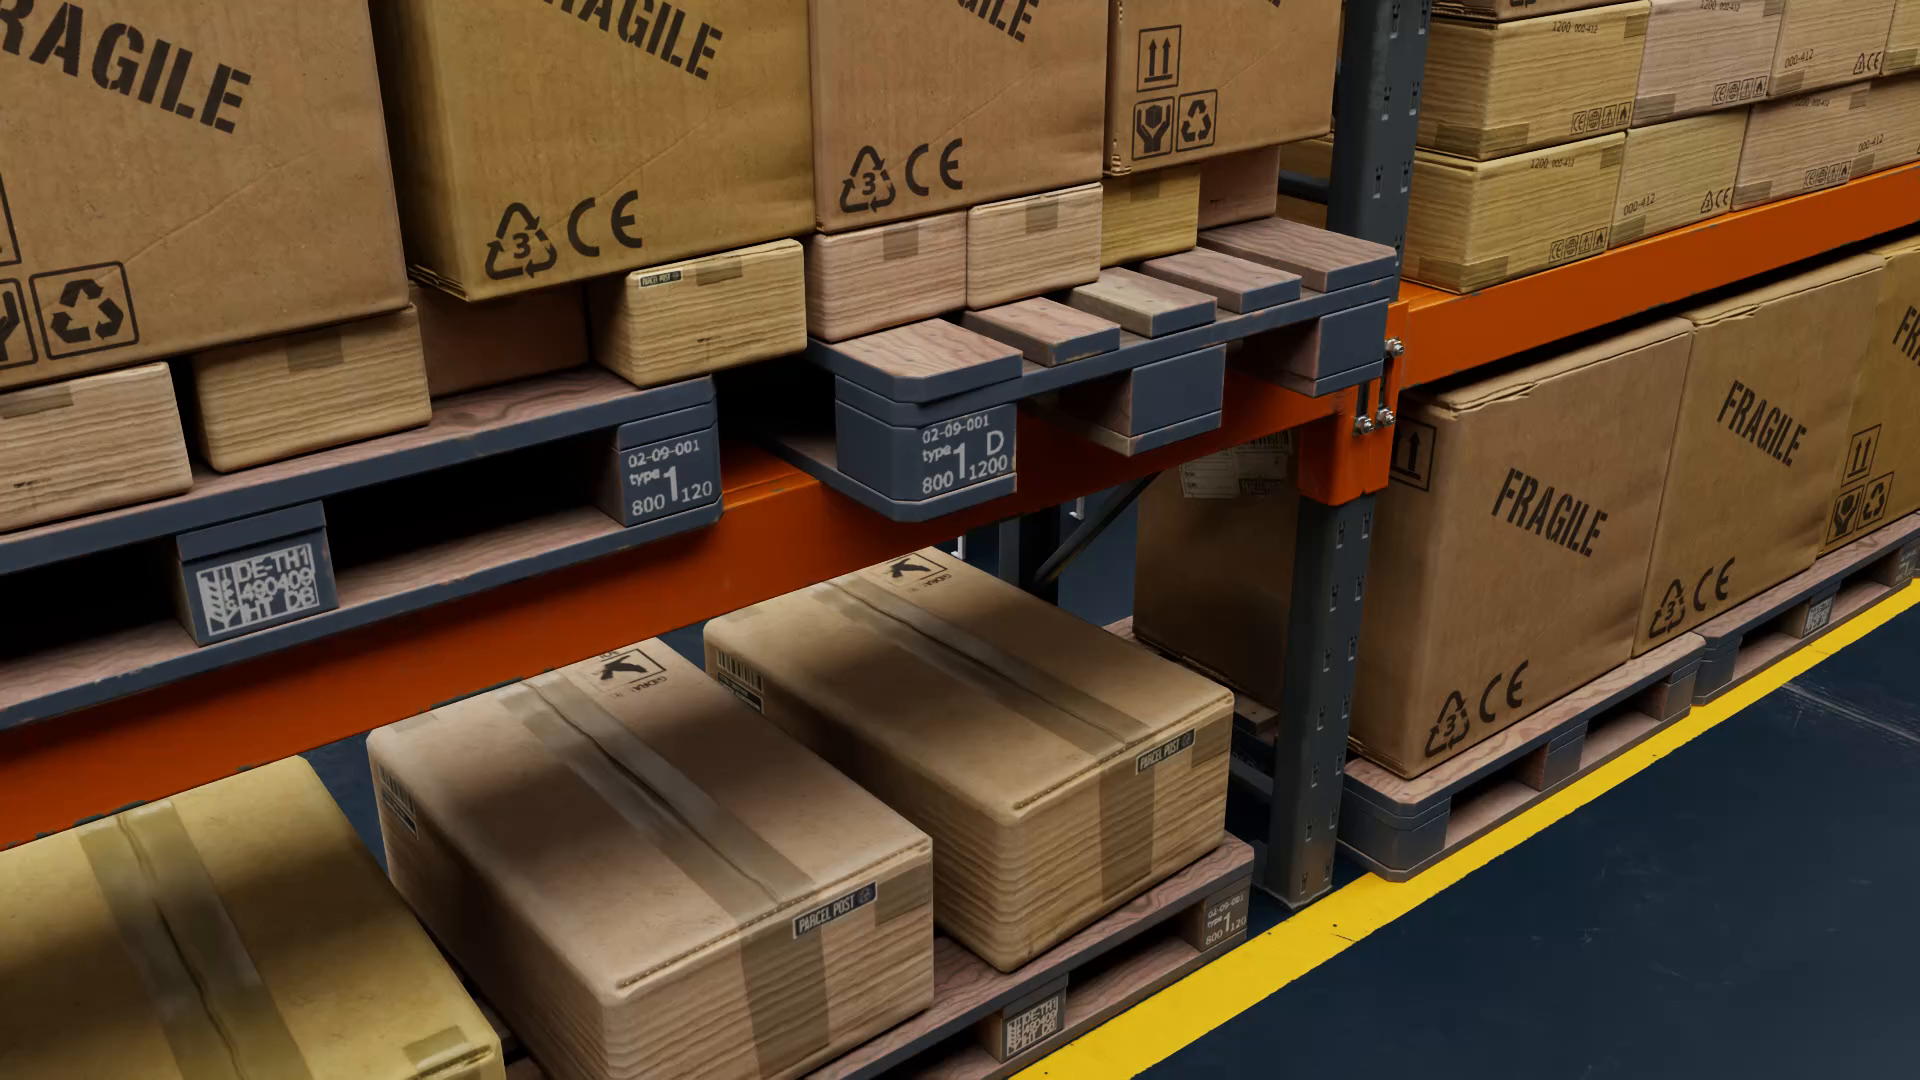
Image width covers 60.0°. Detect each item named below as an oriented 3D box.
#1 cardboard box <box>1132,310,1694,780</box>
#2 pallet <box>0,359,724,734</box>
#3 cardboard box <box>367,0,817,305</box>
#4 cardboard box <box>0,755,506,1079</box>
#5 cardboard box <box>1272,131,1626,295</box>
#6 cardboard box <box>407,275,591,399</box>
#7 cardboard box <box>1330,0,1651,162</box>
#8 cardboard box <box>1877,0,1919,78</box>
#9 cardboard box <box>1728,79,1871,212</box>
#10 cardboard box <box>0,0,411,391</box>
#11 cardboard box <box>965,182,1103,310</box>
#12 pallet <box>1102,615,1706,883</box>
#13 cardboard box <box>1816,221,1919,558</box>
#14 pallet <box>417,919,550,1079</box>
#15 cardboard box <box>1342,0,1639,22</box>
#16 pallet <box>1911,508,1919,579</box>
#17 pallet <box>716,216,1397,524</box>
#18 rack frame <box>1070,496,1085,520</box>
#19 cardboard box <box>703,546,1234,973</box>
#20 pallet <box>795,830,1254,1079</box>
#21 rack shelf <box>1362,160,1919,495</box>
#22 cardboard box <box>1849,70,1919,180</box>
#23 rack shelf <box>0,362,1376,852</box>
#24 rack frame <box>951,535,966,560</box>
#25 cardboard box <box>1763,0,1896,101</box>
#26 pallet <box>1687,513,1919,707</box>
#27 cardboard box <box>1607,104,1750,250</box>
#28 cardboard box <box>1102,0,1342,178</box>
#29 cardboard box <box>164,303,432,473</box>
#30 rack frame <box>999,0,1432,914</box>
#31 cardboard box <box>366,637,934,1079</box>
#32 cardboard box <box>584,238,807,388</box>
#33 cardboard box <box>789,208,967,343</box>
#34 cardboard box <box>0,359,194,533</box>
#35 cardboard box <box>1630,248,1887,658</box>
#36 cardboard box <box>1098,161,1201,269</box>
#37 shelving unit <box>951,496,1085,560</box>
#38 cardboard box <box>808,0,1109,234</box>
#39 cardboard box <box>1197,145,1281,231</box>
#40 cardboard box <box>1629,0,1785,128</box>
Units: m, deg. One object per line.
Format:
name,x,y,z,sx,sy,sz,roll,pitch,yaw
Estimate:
cardboard box,1.043,-0.125,3.982,0.875,0.875,0.875,-19,31,-34
pallet,-1.084,-0.132,2.199,1.213,0.211,1.003,-18,31,-34
cardboard box,-0.534,-0.638,2.090,0.500,0.500,0.500,-21,32,-37
cardboard box,-1.178,0.788,2.612,0.625,0.372,0.950,-17,30,-32
cardboard box,0.989,-0.722,3.422,0.500,0.250,0.500,-19,31,-35
cardboard box,-0.688,-0.324,2.184,0.250,0.149,0.380,-18,30,-34
cardboard box,1.000,-0.955,3.329,0.500,0.250,0.500,-19,31,-34
cardboard box,2.214,-1.342,4.162,0.500,0.250,0.500,-18,30,-33
cardboard box,1.798,-0.996,4.011,0.500,0.250,0.500,-17,30,-32
cardboard box,-0.964,-0.496,1.785,0.500,0.500,0.500,-20,31,-36
cardboard box,-0.001,-0.486,2.534,0.250,0.149,0.380,-19,31,-34
pallet,1.115,0.338,4.270,1.213,0.211,1.003,-18,31,-34
cardboard box,2.452,-0.588,4.978,0.875,0.875,0.875,-17,30,-33
pallet,-1.127,1.036,2.767,1.213,0.211,1.003,-18,31,-34
cardboard box,0.987,-1.293,3.166,0.500,0.500,0.500,-19,31,-36
pallet,3.035,-0.295,5.636,1.213,0.211,1.003,-18,31,-34
pallet,-0.047,-0.439,2.861,1.003,0.211,1.213,-18,31,-34
rack frame,0.322,-0.651,5.227,0.015,1.200,0.240,-18,31,-34
cardboard box,-0.002,0.398,3.451,0.625,0.372,0.950,-21,32,-37
pallet,-0.167,0.721,3.446,1.213,0.211,1.003,-18,31,-34
rack shelf,2.022,-0.940,4.567,4.000,0.370,1.077,-18,31,-34
cardboard box,2.185,-1.125,4.290,0.500,0.250,0.500,-18,31,-34
rack shelf,-1.125,0.099,2.328,4.000,0.370,1.077,-18,31,-34
rack frame,-0.062,-0.524,4.953,0.015,1.200,0.240,-18,31,-34
cardboard box,1.807,-1.214,3.888,0.500,0.250,0.500,-18,31,-34
pallet,2.075,0.023,4.949,1.213,0.211,1.003,-18,31,-34
cardboard box,1.382,-0.862,3.722,0.500,0.250,0.500,-19,31,-35
cardboard box,0.262,-0.907,2.671,0.500,0.500,0.500,-19,31,-35
cardboard box,-0.835,-0.231,1.985,0.250,0.149,0.380,-19,31,-36
rack frame,0.448,-0.747,3.296,0.127,3.000,1.000,-18,31,-34
cardboard box,-0.578,0.593,3.033,0.625,0.372,0.950,-19,31,-35
cardboard box,-0.412,-0.347,2.235,0.250,0.149,0.380,-18,30,-33
cardboard box,-0.204,-0.423,2.399,0.250,0.149,0.380,-20,32,-36
cardboard box,-1.027,-0.152,1.815,0.250,0.149,0.380,-17,30,-32
cardboard box,1.748,-0.356,4.478,0.875,0.875,0.875,-18,30,-33
cardboard box,0.169,-0.566,2.707,0.250,0.149,0.380,-18,30,-33
shelving unit,0.130,-0.587,5.090,0.503,1.200,0.258,-18,31,-34
cardboard box,-0.138,-0.769,2.374,0.500,0.500,0.500,-19,31,-35
cardboard box,0.336,-0.660,2.909,0.250,0.149,0.380,-17,30,-32
cardboard box,1.407,-1.089,3.618,0.500,0.250,0.500,-17,30,-33
